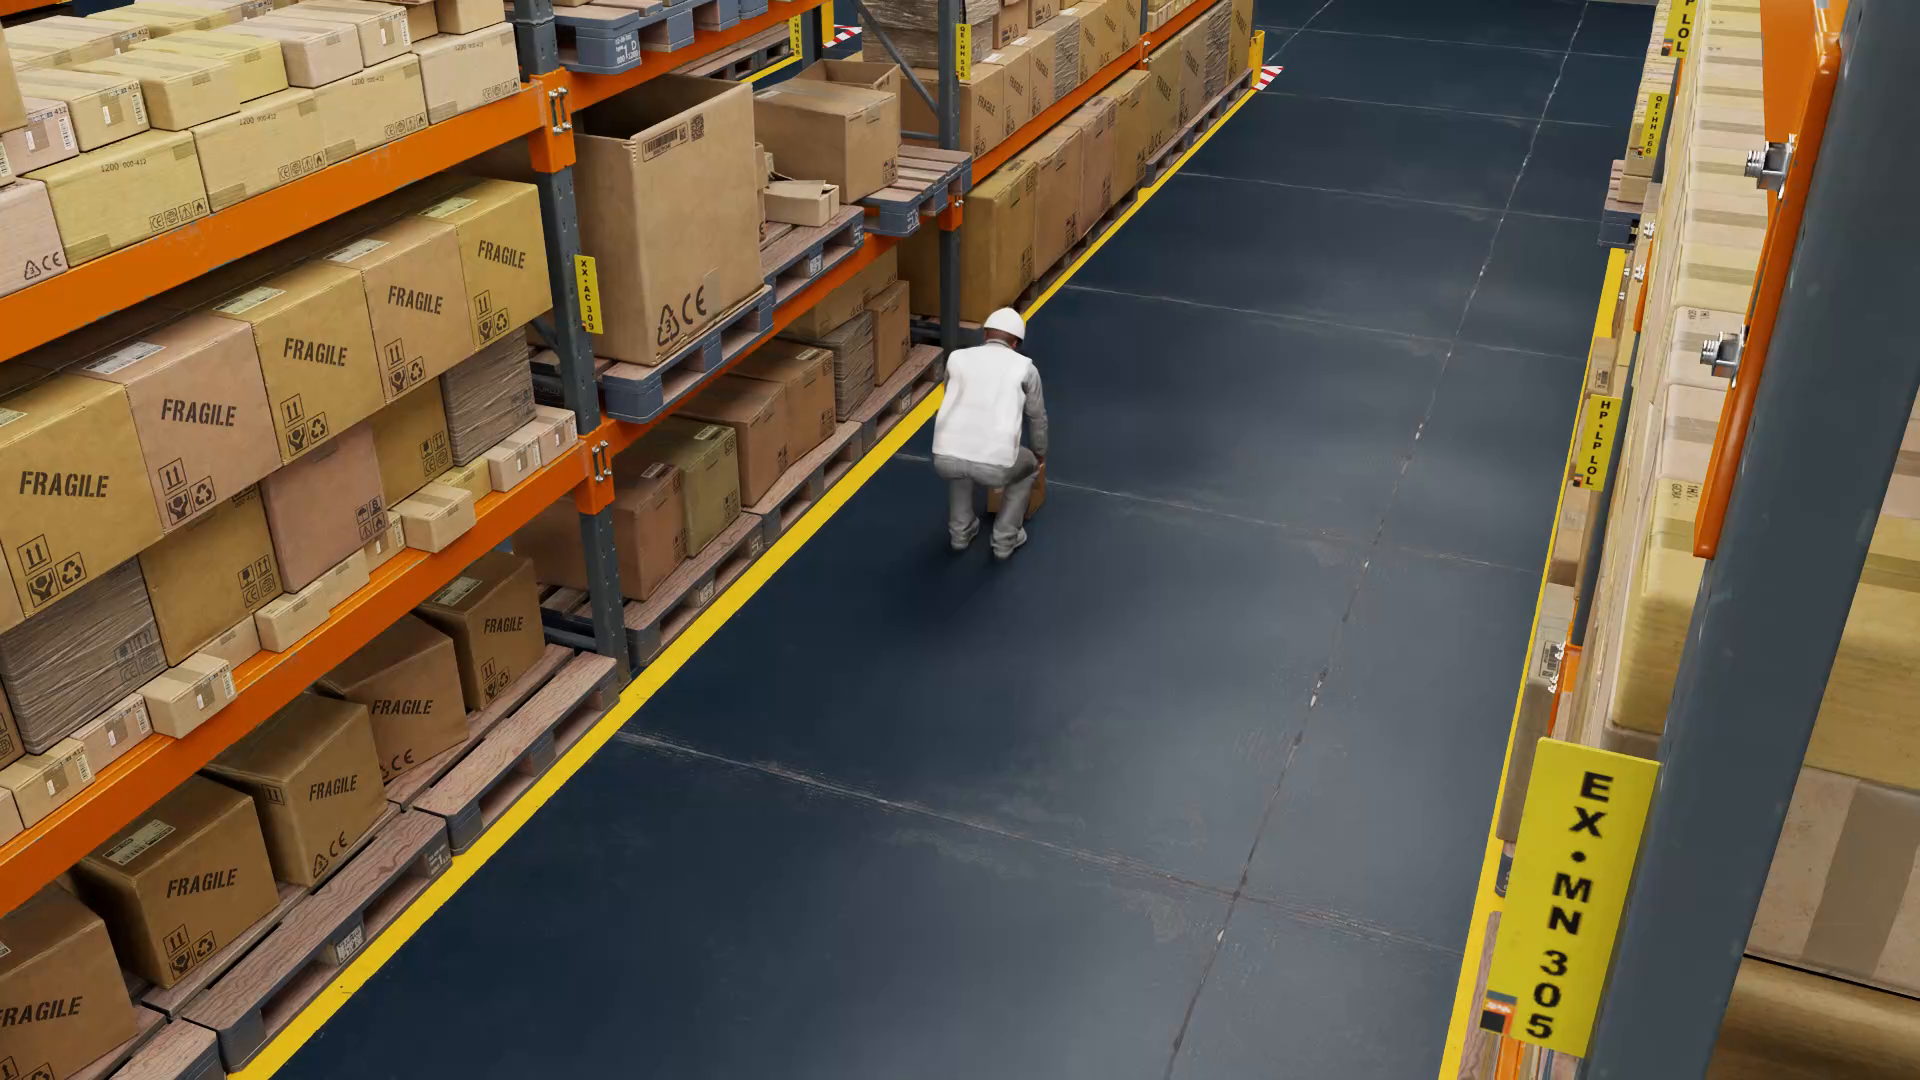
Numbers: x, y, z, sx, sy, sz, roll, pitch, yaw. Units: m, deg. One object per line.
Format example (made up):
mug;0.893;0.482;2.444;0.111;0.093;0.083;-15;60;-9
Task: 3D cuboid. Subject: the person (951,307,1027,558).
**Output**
person;-3.082;-3.053;8.407;7.197;5.811;11.417;11;31;19
